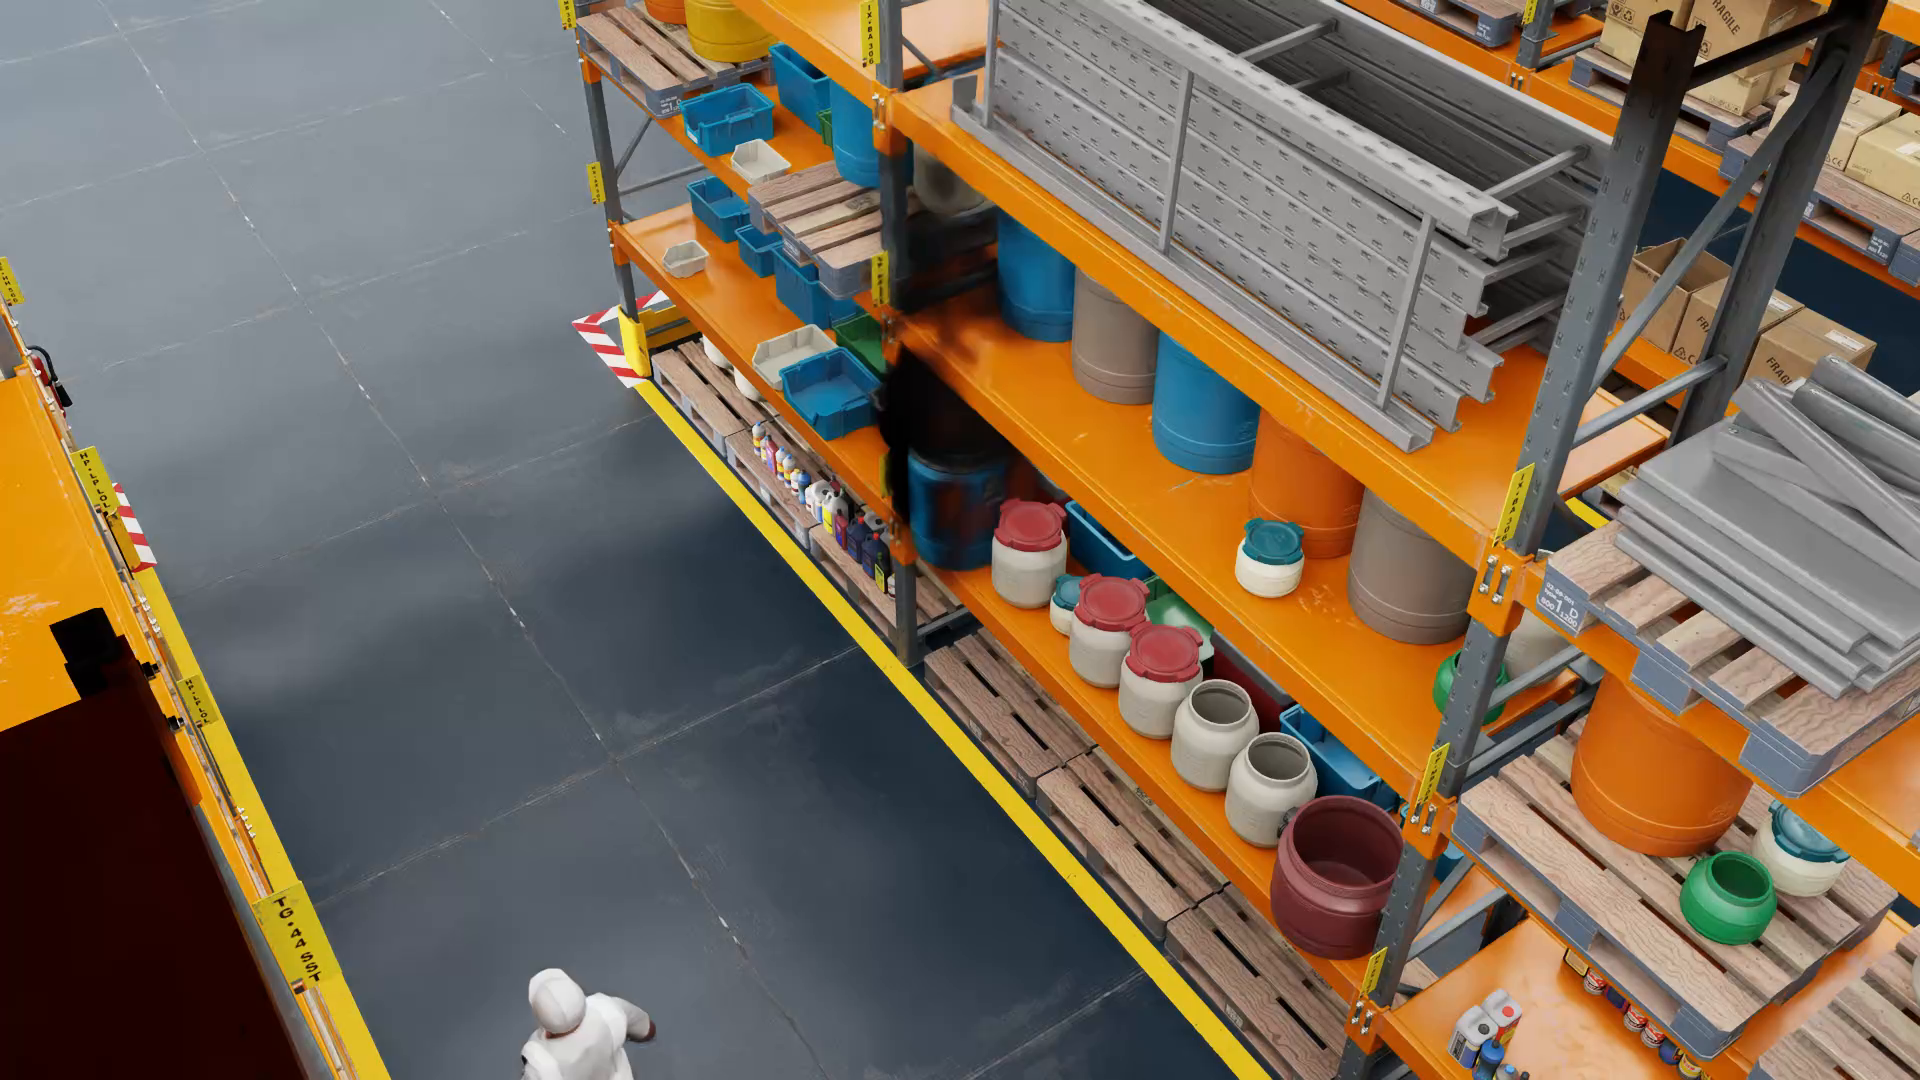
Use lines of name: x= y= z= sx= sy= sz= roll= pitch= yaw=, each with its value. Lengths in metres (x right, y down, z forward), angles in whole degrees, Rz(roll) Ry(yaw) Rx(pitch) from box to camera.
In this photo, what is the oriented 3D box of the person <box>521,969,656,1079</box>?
person: x=-1.670 y=2.447 z=7.378 sx=0.700 sy=1.768 sz=0.724 roll=-33 pitch=52 yaw=-31
